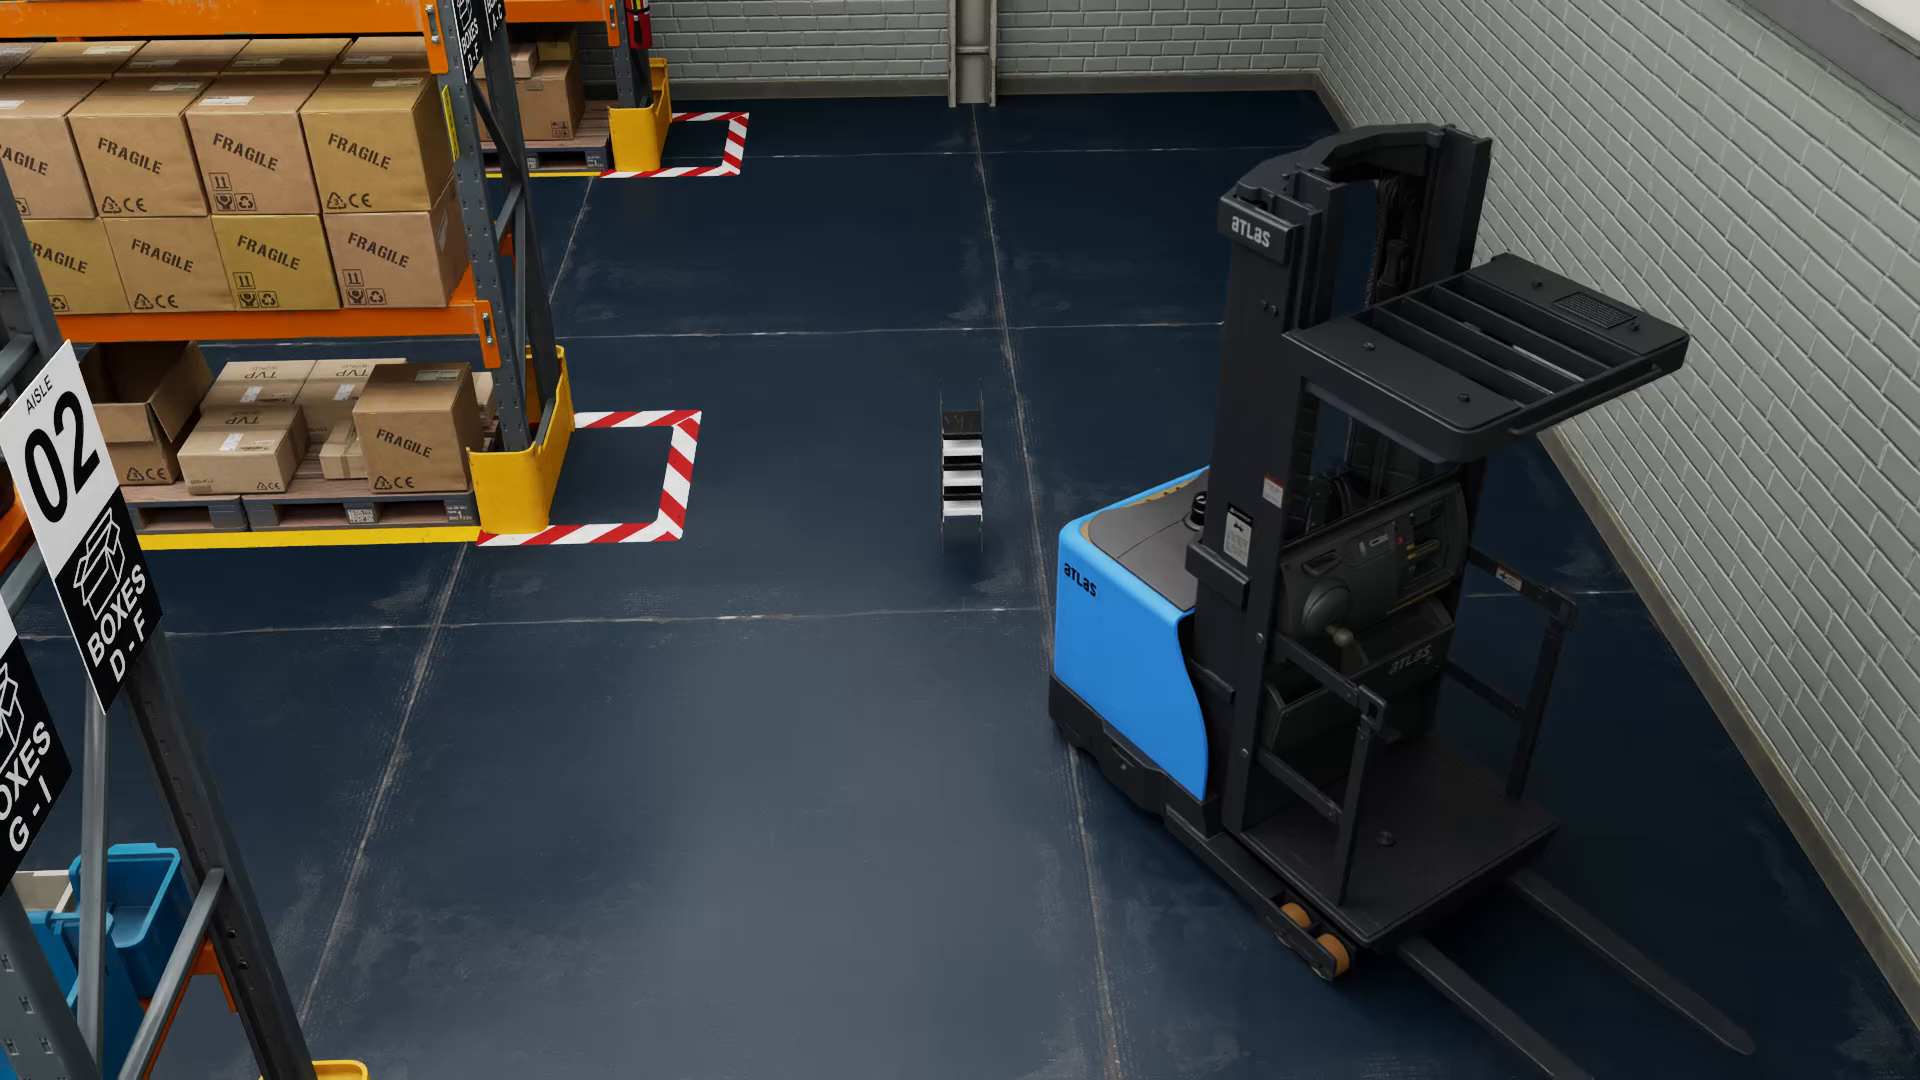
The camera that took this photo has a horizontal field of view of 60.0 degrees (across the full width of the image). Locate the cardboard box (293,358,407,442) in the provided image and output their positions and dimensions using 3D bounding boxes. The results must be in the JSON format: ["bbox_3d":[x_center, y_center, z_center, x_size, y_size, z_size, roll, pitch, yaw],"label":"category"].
[{"bbox_3d":[-3.373,-0.782,9.274,0.500,0.250,0.500,-2,35,-2],"label":"cardboard box"}]

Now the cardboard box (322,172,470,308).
[{"bbox_3d":[-2.751,-1.473,8.155,0.500,0.500,0.500,-1,35,-1],"label":"cardboard box"}]

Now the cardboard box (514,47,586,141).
[{"bbox_3d":[-3.249,-3.484,12.975,0.500,0.500,0.700,-2,35,-2],"label":"cardboard box"}]

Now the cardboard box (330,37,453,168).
[{"bbox_3d":[-2.772,-2.189,8.311,0.500,0.500,0.500,-1,35,-1],"label":"cardboard box"}]

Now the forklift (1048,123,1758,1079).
[{"bbox_3d":[1.650,0.150,5.957,1.130,2.935,3.031,-22,40,-28],"label":"forklift"}]

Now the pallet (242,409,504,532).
[{"bbox_3d":[-3.189,-0.428,9.183,1.213,0.211,1.003,-2,35,-2],"label":"pallet"}]

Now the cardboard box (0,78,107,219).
[{"bbox_3d":[-4.284,-1.838,7.804,0.500,0.500,0.500,-1,35,-1],"label":"cardboard box"}]

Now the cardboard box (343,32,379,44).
[{"bbox_3d":[-4.653,-3.826,12.900,0.250,0.149,0.380,-2,35,-3],"label":"cardboard box"}]

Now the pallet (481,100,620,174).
[{"bbox_3d":[-3.350,-3.202,13.191,1.213,0.211,1.003,-2,35,-2],"label":"pallet"}]

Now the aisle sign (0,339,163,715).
[{"bbox_3d":[-2.028,-0.023,3.863,0.004,0.787,0.394,-2,35,-2],"label":"aisle sign"}]

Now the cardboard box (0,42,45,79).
[{"bbox_3d":[-4.804,-2.133,8.230,0.500,0.500,0.500,-1,35,-2],"label":"cardboard box"}]

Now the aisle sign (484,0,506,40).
[{"bbox_3d":[-2.262,-2.837,7.928,0.004,0.787,0.394,-2,35,-2],"label":"aisle sign"}]

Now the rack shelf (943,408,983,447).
[{"bbox_3d":[0.008,-0.565,8.360,0.200,0.077,0.258,-2,35,-2],"label":"rack shelf"}]

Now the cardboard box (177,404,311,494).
[{"bbox_3d":[-3.798,-0.486,8.846,0.500,0.250,0.500,-2,35,-2],"label":"cardboard box"}]

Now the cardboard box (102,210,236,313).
[{"bbox_3d":[-3.768,-1.447,8.117,0.500,0.500,0.500,-1,35,-2],"label":"cardboard box"}]

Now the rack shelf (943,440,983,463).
[{"bbox_3d":[0.008,-0.491,8.411,0.200,0.077,0.258,-2,35,-2],"label":"rack shelf"}]

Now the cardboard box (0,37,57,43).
[{"bbox_3d":[-7.194,-3.504,12.697,0.750,0.750,0.750,-1,35,-2],"label":"cardboard box"}]

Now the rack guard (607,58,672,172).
[{"bbox_3d":[-2.531,-3.387,13.205,0.348,0.500,1.175,-2,35,-2],"label":"rack guard"}]

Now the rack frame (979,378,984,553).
[{"bbox_3d":[0.110,-0.373,8.498,0.006,0.900,0.240,-2,35,-2],"label":"rack frame"}]

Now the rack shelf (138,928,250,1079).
[{"bbox_3d":[-4.084,1.567,4.483,4.000,0.370,1.077,-2,35,-2],"label":"rack shelf"}]

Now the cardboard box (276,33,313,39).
[{"bbox_3d":[-5.163,-3.812,12.880,0.250,0.149,0.380,-3,35,-4],"label":"cardboard box"}]

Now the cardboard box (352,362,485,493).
[{"bbox_3d":[-2.848,-0.597,8.787,0.500,0.500,0.500,-2,35,-2],"label":"cardboard box"}]

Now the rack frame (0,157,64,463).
[{"bbox_3d":[-2.086,-1.250,2.649,0.127,3.000,1.000,-2,35,-2],"label":"rack frame"}]

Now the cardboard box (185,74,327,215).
[{"bbox_3d":[-3.253,-1.869,7.848,0.500,0.500,0.500,-1,35,-1],"label":"cardboard box"}]

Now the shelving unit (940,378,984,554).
[{"bbox_3d":[0.008,-0.370,8.494,0.210,0.900,0.258,-2,35,-2],"label":"shelving unit"}]

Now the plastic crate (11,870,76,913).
[{"bbox_3d":[-2.672,1.082,4.730,0.298,0.136,0.250,-2,35,-2],"label":"plastic crate"}]

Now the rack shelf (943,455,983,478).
[{"bbox_3d":[0.008,-0.417,8.462,0.200,0.077,0.258,-2,35,-2],"label":"rack shelf"}]

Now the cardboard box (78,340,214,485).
[{"bbox_3d":[-4.436,-0.699,8.931,0.637,0.503,0.797,-2,35,-2],"label":"cardboard box"}]

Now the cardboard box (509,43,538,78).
[{"bbox_3d":[-3.369,-3.643,12.636,0.250,0.149,0.380,-2,35,-3],"label":"cardboard box"}]

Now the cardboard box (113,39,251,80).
[{"bbox_3d":[-3.794,-2.160,8.269,0.500,0.500,0.500,-1,35,-2],"label":"cardboard box"}]

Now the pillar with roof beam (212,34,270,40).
[{"bbox_3d":[-5.688,-4.837,7.832,0.400,9.000,9.100,-2,35,-2],"label":"pillar with roof beam"}]

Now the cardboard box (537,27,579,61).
[{"bbox_3d":[-3.134,-3.867,12.960,0.250,0.149,0.380,-1,35,-2],"label":"cardboard box"}]

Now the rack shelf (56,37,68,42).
[{"bbox_3d":[-8.548,-3.957,12.464,4.000,0.370,1.077,-2,35,-2],"label":"rack shelf"}]

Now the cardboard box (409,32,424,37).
[{"bbox_3d":[-4.144,-3.840,12.920,0.250,0.149,0.380,-1,35,-2],"label":"cardboard box"}]

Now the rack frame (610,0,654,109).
[{"bbox_3d":[-2.555,-4.415,12.493,0.127,3.000,1.000,-2,35,-2],"label":"rack frame"}]

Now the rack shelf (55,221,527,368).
[{"bbox_3d":[-4.314,-1.249,8.551,4.000,0.370,1.077,-2,35,-2],"label":"rack shelf"}]

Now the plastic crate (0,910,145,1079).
[{"bbox_3d":[-2.412,1.293,4.162,0.499,0.435,0.616,-2,35,-2],"label":"plastic crate"}]

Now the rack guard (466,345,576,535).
[{"bbox_3d":[-2.393,-0.569,9.133,0.348,0.500,1.175,-2,35,-2],"label":"rack guard"}]
